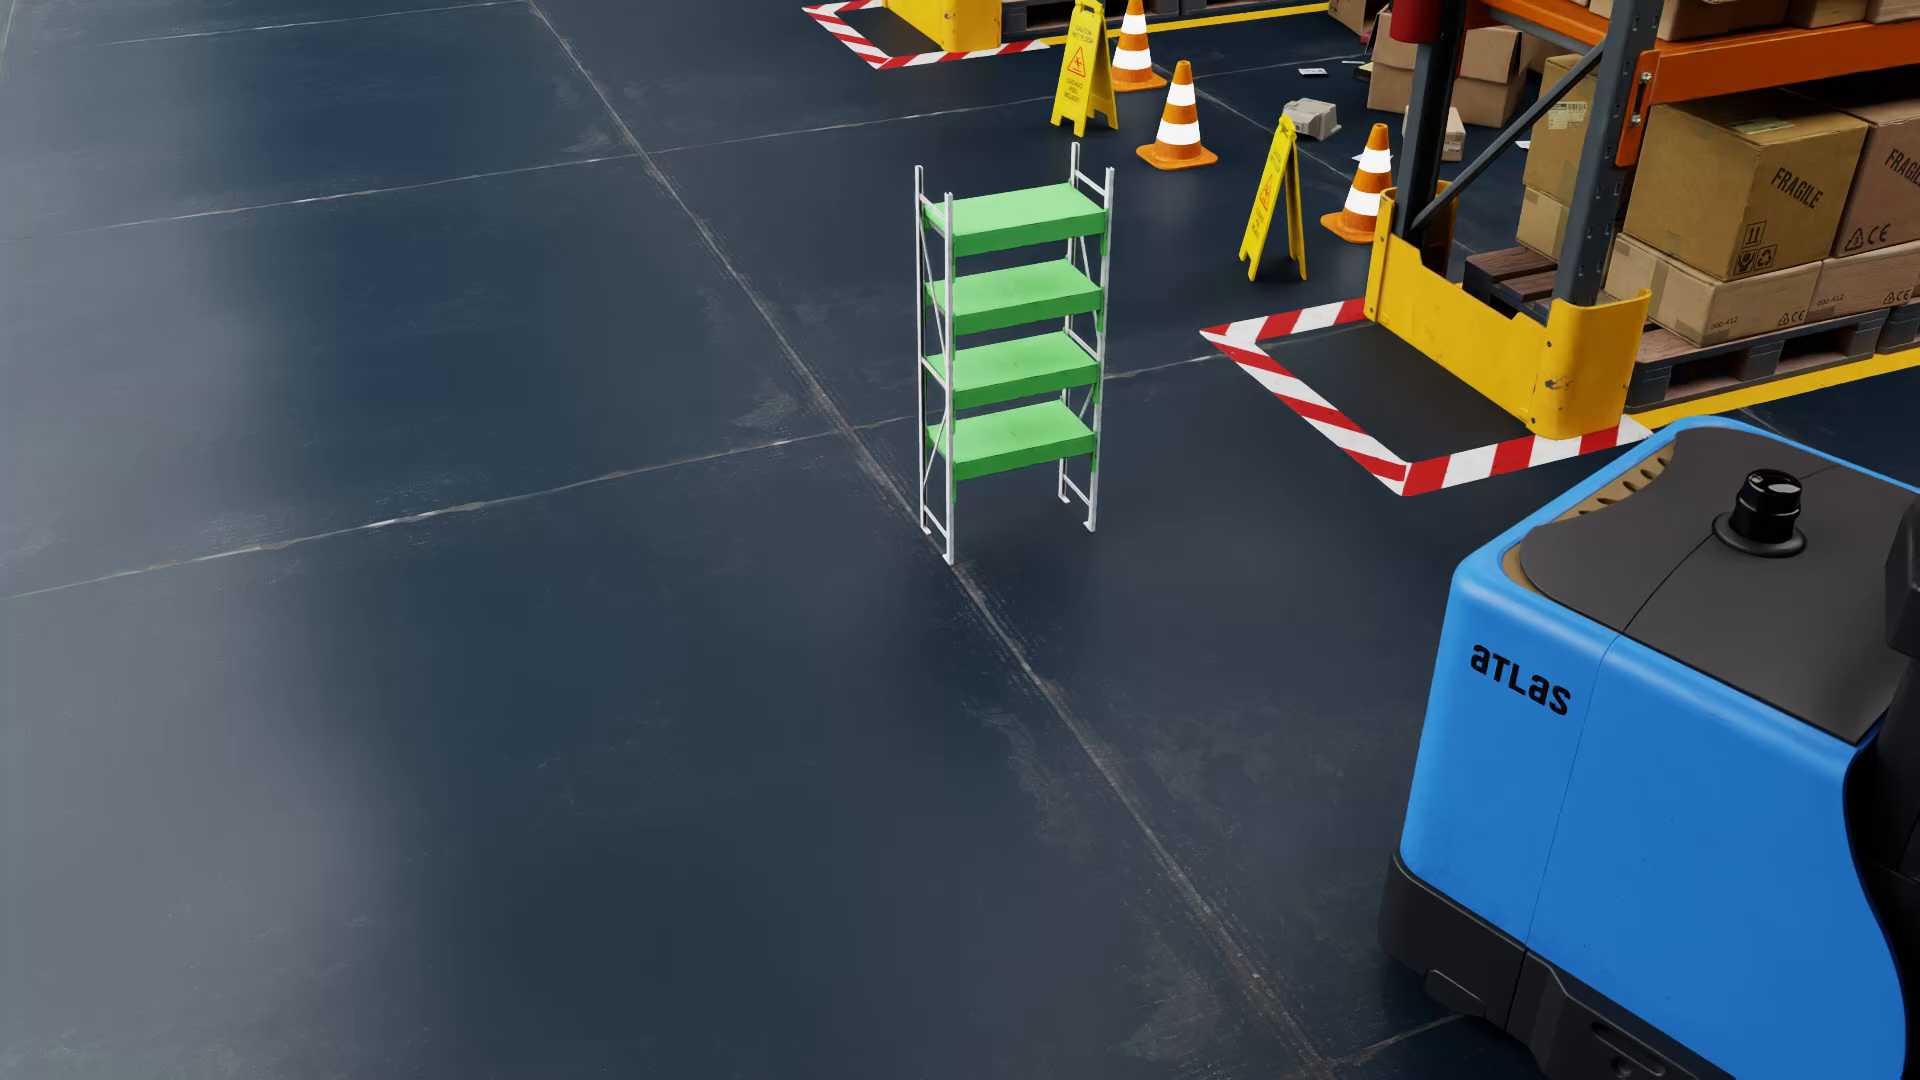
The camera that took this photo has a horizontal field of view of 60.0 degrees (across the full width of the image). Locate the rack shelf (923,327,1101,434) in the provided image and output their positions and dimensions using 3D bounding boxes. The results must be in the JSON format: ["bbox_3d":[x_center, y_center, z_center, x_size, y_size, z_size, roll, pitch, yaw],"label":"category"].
[{"bbox_3d":[0.153,-0.484,5.011,0.480,0.148,0.258,-13,35,-19],"label":"rack shelf"}]

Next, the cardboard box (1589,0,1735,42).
[{"bbox_3d":[2.299,-1.770,5.450,0.250,0.149,0.380,-13,35,-19],"label":"cardboard box"}]

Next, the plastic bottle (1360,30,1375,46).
[{"bbox_3d":[2.475,-2.892,9.639,0.133,0.061,0.283,-27,42,-35],"label":"plastic bottle"}]

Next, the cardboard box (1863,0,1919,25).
[{"bbox_3d":[3.054,-1.876,5.613,0.250,0.149,0.380,-12,35,-18],"label":"cardboard box"}]

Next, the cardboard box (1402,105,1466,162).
[{"bbox_3d":[2.332,-2.005,8.195,0.250,0.149,0.380,4,33,6],"label":"cardboard box"}]

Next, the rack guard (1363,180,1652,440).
[{"bbox_3d":[1.976,-0.876,6.137,0.348,0.500,1.175,-13,35,-19],"label":"rack guard"}]

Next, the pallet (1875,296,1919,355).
[{"bbox_3d":[3.862,-1.164,6.845,1.213,0.211,1.003,-13,35,-19],"label":"pallet"}]

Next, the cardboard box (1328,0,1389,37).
[{"bbox_3d":[2.551,-3.329,9.906,0.500,0.500,0.500,-7,34,-11],"label":"cardboard box"}]

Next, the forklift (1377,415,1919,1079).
[{"bbox_3d":[2.304,0.139,2.348,1.130,2.935,3.031,-26,41,-34],"label":"forklift"}]

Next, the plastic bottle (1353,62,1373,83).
[{"bbox_3d":[2.308,-2.595,9.181,0.283,0.061,0.133,-27,42,-35],"label":"plastic bottle"}]

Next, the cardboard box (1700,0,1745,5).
[{"bbox_3d":[2.450,-2.034,5.262,0.500,0.500,0.500,-13,35,-20],"label":"cardboard box"}]

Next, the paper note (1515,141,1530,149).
[{"bbox_3d":[2.848,-1.962,8.249,0.142,0.019,0.148,-2,33,-2],"label":"paper note"}]

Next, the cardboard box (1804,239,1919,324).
[{"bbox_3d":[3.230,-1.066,6.274,0.500,0.250,0.500,-12,35,-17],"label":"cardboard box"}]

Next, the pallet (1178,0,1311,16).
[{"bbox_3d":[1.727,-3.670,10.697,1.213,0.211,1.003,-13,35,-19],"label":"pallet"}]

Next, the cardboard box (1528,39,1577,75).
[{"bbox_3d":[3.404,-2.763,8.911,0.503,0.637,0.797,-13,35,-19],"label":"cardboard box"}]

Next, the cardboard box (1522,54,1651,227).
[{"bbox_3d":[2.544,-1.545,6.323,0.500,0.500,0.500,-13,35,-19],"label":"cardboard box"}]

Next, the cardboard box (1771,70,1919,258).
[{"bbox_3d":[3.259,-1.394,6.091,0.500,0.500,0.500,-14,36,-21],"label":"cardboard box"}]

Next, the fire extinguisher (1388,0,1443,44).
[{"bbox_3d":[1.622,-2.082,5.771,0.183,0.674,0.296,-13,35,-19],"label":"fire extinguisher"}]

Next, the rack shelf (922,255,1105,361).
[{"bbox_3d":[0.153,-0.685,4.880,0.480,0.148,0.258,-13,35,-19],"label":"rack shelf"}]

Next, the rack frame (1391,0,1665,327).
[{"bbox_3d":[1.906,-1.907,5.431,0.127,3.000,1.000,-13,35,-19],"label":"rack frame"}]

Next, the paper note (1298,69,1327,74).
[{"bbox_3d":[1.961,-2.598,9.217,0.142,0.017,0.144,-2,33,-2],"label":"paper note"}]

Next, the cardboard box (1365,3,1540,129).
[{"bbox_3d":[2.545,-2.505,8.638,0.797,0.503,0.637,16,36,23],"label":"cardboard box"}]

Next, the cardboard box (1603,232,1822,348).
[{"bbox_3d":[2.757,-0.962,6.114,0.500,0.250,0.500,-13,35,-19],"label":"cardboard box"}]

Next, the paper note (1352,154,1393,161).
[{"bbox_3d":[2.007,-1.863,8.086,0.142,0.019,0.148,-27,42,-35],"label":"paper note"}]

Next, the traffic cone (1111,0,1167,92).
[{"bbox_3d":[0.936,-2.710,8.990,0.334,0.463,0.336,-13,35,-19],"label":"traffic cone"}]

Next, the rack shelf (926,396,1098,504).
[{"bbox_3d":[0.153,-0.283,5.142,0.480,0.148,0.258,-13,35,-19],"label":"rack shelf"}]

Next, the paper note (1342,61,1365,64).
[{"bbox_3d":[2.221,-2.696,9.384,0.123,0.001,0.032,4,33,6],"label":"paper note"}]

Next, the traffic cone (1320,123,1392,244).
[{"bbox_3d":[1.803,-1.583,7.259,0.334,0.463,0.336,-13,35,-19],"label":"traffic cone"}]

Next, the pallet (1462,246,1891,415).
[{"bbox_3d":[2.739,-0.908,6.452,1.213,0.211,1.003,-13,35,-19],"label":"pallet"}]

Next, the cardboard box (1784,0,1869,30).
[{"bbox_3d":[2.803,-1.845,5.566,0.250,0.149,0.380,-14,36,-20],"label":"cardboard box"}]

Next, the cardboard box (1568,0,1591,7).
[{"bbox_3d":[2.168,-1.988,5.786,0.250,0.149,0.380,-12,35,-17],"label":"cardboard box"}]

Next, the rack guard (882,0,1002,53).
[{"bbox_3d":[-0.126,-3.322,9.898,0.348,0.500,1.175,-13,35,-19],"label":"rack guard"}]

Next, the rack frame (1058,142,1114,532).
[{"bbox_3d":[0.378,-0.589,5.056,0.015,1.200,0.240,-13,35,-19],"label":"rack frame"}]

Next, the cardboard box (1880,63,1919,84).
[{"bbox_3d":[3.725,-1.496,6.247,0.500,0.500,0.500,-12,35,-18],"label":"cardboard box"}]

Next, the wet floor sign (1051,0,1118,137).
[{"bbox_3d":[0.636,-2.386,8.326,0.232,0.644,0.267,-19,38,-27],"label":"wet floor sign"}]

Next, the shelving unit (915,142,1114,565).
[{"bbox_3d":[0.153,-0.538,4.977,0.503,1.200,0.258,-13,35,-19],"label":"shelving unit"}]

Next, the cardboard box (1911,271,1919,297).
[{"bbox_3d":[3.729,-1.188,6.461,0.500,0.250,0.500,-11,35,-16],"label":"cardboard box"}]

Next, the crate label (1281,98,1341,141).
[{"bbox_3d":[1.761,-2.130,8.399,0.250,0.136,0.298,23,39,30],"label":"crate label"}]

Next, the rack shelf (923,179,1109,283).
[{"bbox_3d":[0.153,-0.887,4.750,0.480,0.148,0.258,-13,35,-19],"label":"rack shelf"}]

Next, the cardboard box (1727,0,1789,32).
[{"bbox_3d":[2.527,-1.830,5.543,0.250,0.149,0.380,-12,35,-18],"label":"cardboard box"}]

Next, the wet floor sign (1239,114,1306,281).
[{"bbox_3d":[1.317,-1.418,6.838,0.232,0.644,0.267,-2,33,-2],"label":"wet floor sign"}]

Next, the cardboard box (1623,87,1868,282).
[{"bbox_3d":[2.778,-1.282,5.918,0.500,0.500,0.500,-14,36,-21],"label":"cardboard box"}]

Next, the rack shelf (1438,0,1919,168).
[{"bbox_3d":[3.750,-2.028,6.276,4.000,0.370,1.077,-13,35,-19],"label":"rack shelf"}]

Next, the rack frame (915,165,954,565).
[{"bbox_3d":[-0.072,-0.486,4.897,0.015,1.200,0.240,-13,35,-19],"label":"rack frame"}]

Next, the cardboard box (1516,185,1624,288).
[{"bbox_3d":[2.569,-1.242,6.544,0.500,0.250,0.500,-13,35,-19],"label":"cardboard box"}]

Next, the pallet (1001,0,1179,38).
[{"bbox_3d":[0.603,-3.414,10.304,1.213,0.211,1.003,-13,35,-19],"label":"pallet"}]

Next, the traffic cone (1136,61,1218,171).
[{"bbox_3d":[1.060,-2.070,8.007,0.334,0.463,0.336,-13,35,-19],"label":"traffic cone"}]
